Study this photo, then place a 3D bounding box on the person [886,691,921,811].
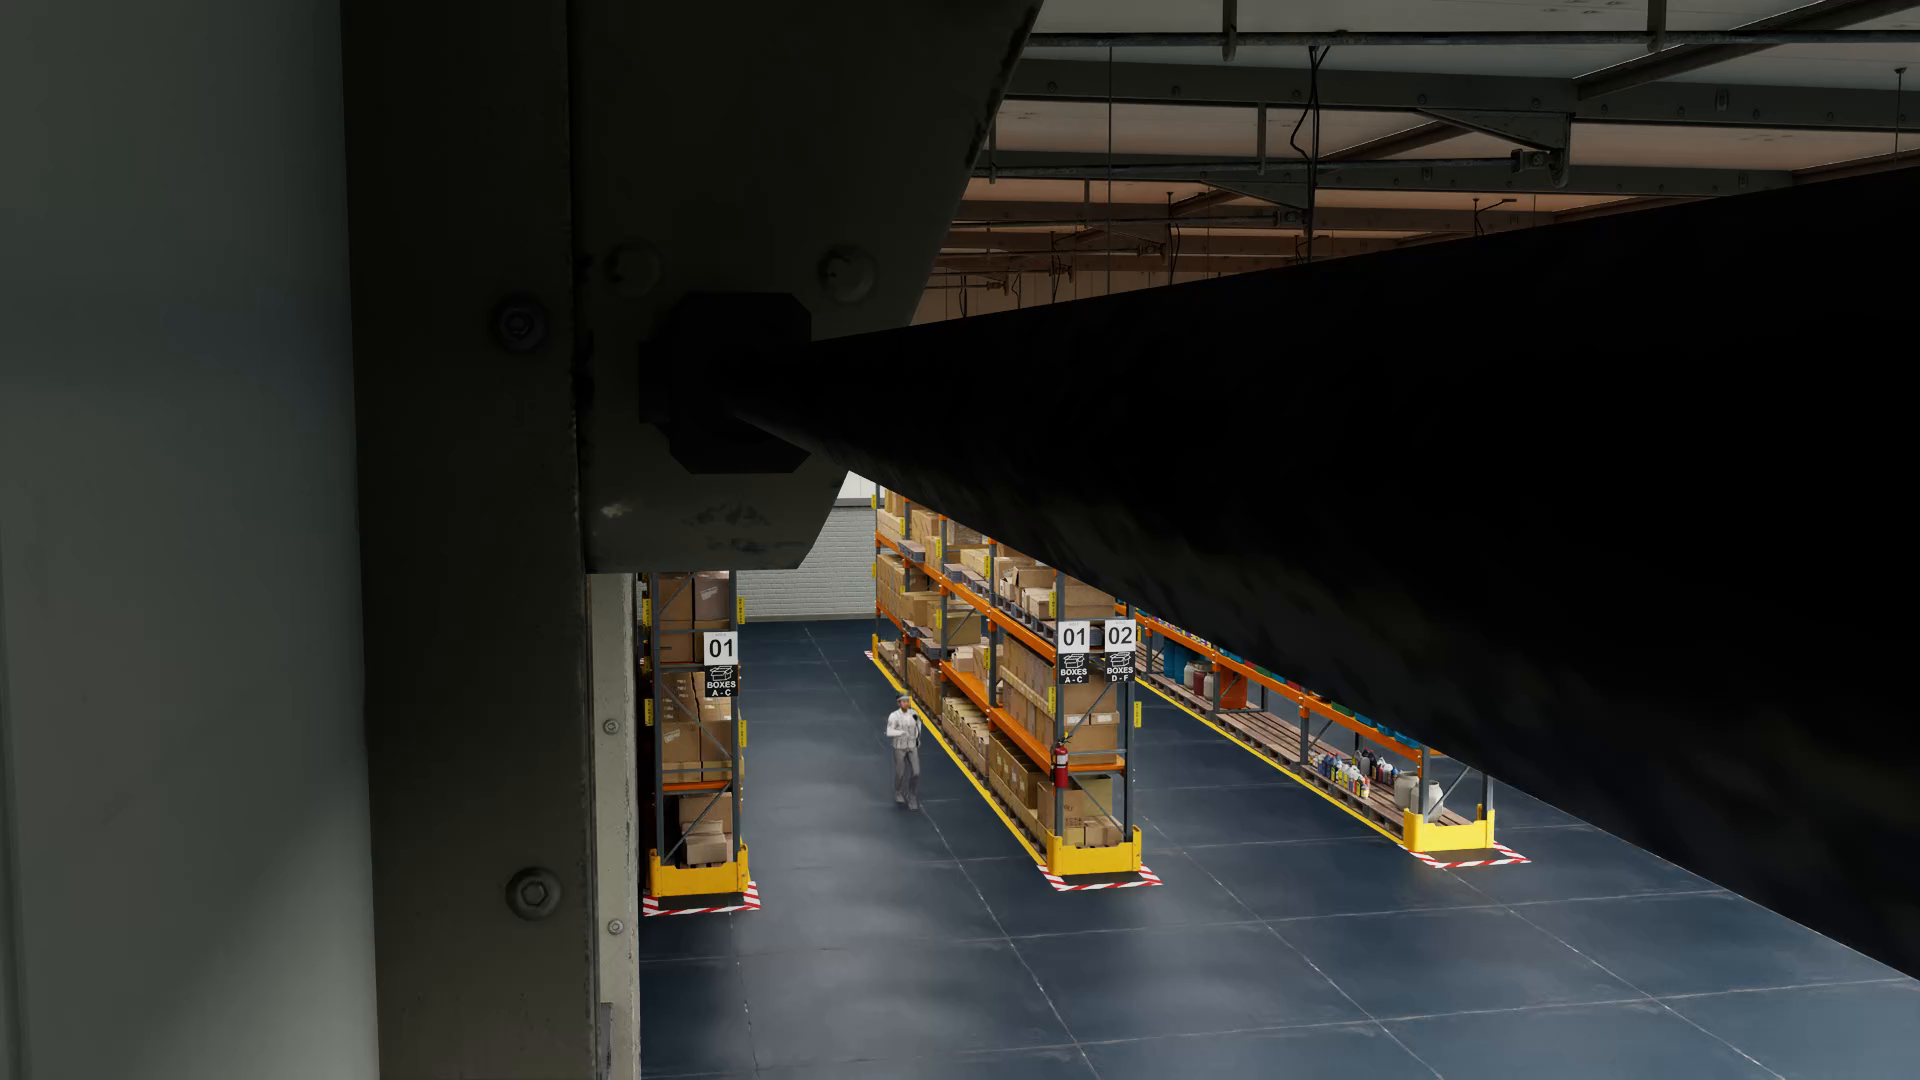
[{"bbox_3d":[-0.777,3.032,23.986,0.591,1.734,0.684,-2,6,-19],"label":"person"}]
